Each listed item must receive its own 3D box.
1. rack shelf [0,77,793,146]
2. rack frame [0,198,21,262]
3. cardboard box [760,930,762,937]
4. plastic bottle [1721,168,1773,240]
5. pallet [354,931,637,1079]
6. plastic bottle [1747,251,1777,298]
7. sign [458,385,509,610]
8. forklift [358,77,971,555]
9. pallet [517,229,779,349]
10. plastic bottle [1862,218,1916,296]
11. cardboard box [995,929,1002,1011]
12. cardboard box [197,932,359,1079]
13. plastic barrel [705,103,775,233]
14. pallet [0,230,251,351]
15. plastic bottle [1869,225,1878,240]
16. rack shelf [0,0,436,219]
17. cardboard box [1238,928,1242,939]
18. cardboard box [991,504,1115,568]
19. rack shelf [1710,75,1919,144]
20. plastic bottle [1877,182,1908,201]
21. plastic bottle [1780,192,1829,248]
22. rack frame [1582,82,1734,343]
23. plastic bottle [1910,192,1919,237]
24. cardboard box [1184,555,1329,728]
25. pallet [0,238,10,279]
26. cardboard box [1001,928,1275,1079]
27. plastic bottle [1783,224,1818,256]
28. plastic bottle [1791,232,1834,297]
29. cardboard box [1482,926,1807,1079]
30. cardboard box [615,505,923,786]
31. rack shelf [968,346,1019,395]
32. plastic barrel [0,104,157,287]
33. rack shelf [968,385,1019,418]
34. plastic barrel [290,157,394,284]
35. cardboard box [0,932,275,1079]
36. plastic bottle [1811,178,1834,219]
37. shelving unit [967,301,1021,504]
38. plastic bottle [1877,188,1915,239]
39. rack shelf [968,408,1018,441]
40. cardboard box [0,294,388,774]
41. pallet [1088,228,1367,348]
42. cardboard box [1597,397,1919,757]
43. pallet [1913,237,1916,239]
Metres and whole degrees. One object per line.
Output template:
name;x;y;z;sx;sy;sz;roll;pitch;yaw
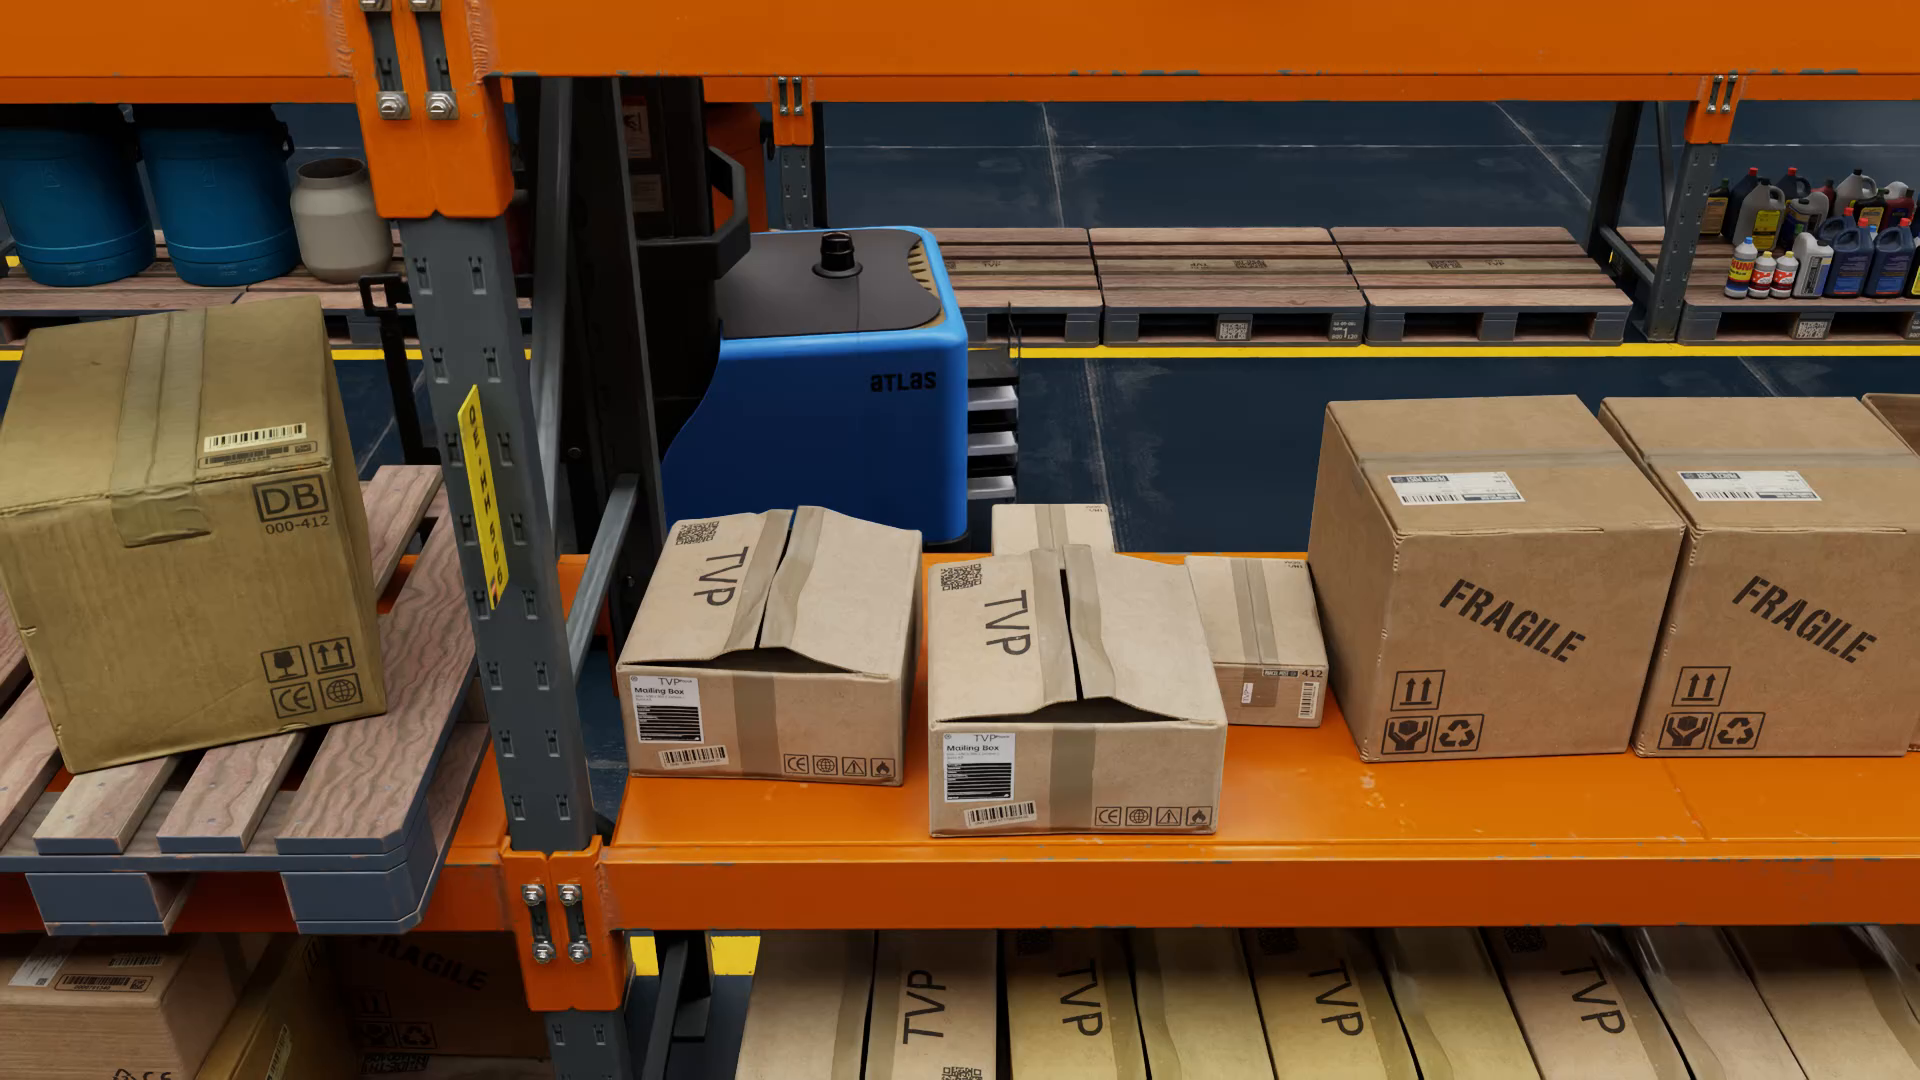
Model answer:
rack shelf;-2.729;-2.136;7.572;4.000;0.370;1.077;0;31;0
rack frame;-4.729;-2.437;7.375;0.127;3.000;1.000;0;31;0
cardboard box;-0.181;0.747;3.833;0.500;0.311;0.500;1;31;1
plastic bottle;3.913;-1.669;8.239;0.185;0.351;0.144;-1;31;-2
pallet;-1.450;1.295;3.913;1.213;0.211;1.003;0;31;0
plastic bottle;3.694;-1.228;7.655;0.097;0.201;0.097;0;31;0
sign;-0.690;-0.060;2.417;0.005;0.325;0.100;0;31;0
forklift;-1.520;-1.148;5.316;3.031;2.935;1.130;-4;31;-7
pallet;-1.517;-1.233;8.079;1.213;0.211;1.003;0;31;0
plastic bottle;4.269;-1.305;7.639;0.185;0.351;0.144;-1;31;-2
cardboard box;0.337;0.984;3.982;0.500;0.250;0.500;-1;31;-1
cardboard box;-1.637;1.125;3.489;0.500;0.500;0.500;1;31;2
plastic barrel;-1.218;-1.691;7.832;0.708;0.830;0.600;0;31;0
pallet;-3.957;-1.226;8.067;1.213;0.211;1.003;0;31;0
plastic bottle;4.225;-1.334;7.763;0.097;0.271;0.097;0;31;0
rack shelf;-2.703;-0.849;2.559;4.000;0.370;1.077;0;31;0
cardboard box;0.844;0.742;3.841;0.500;0.311;0.500;0;31;-1
cardboard box;0.195;0.081;3.467;0.250;0.149;0.380;0;31;0
rack shelf;5.271;-2.161;7.613;4.000;0.370;1.077;0;31;0
plastic bottle;4.590;-1.637;8.258;0.135;0.276;0.152;0;31;1
plastic bottle;4.131;-1.561;8.133;0.135;0.276;0.152;0;31;0
rack frame;3.271;-2.462;7.416;0.127;3.000;1.000;0;31;0
plastic bottle;4.810;-1.650;8.284;0.097;0.271;0.097;0;31;0
cardboard box;0.572;0.194;3.281;0.250;0.149;0.380;2;31;3
pallet;-5.464;-1.222;8.061;1.213;0.211;1.003;0;31;0
cardboard box;0.348;1.021;3.381;0.500;0.311;0.500;-1;31;-2
plastic bottle;3.914;-1.333;7.750;0.133;0.283;0.061;0;31;0
plastic bottle;3.915;-1.274;7.660;0.135;0.276;0.152;1;31;2
cardboard box;1.372;1.018;3.385;0.500;0.311;0.500;-1;31;-1
cardboard box;-0.339;0.179;3.148;0.500;0.311;0.500;2;31;3
rack shelf;0.090;-0.597;5.911;0.200;0.077;0.258;-4;31;-7
plastic barrel;-4.185;-1.712;7.798;0.708;0.901;0.600;0;31;0
rack shelf;0.090;-0.520;5.957;0.200;0.077;0.258;-4;31;-7
plastic barrel;-2.912;-1.503;7.830;0.421;0.512;0.421;0;31;0
cardboard box;-1.693;0.807;3.291;0.500;0.250;0.500;1;31;2
plastic bottle;4.268;-1.663;8.294;0.133;0.283;0.061;2;31;3
shelving unit;0.090;-0.395;6.034;0.210;0.900;0.258;-4;31;-7
plastic bottle;4.592;-1.585;8.165;0.133;0.283;0.061;0;31;0
rack shelf;0.090;-0.443;6.004;0.200;0.077;0.258;-4;31;-7
cardboard box;-1.332;-0.042;2.926;0.500;0.500;0.700;-11;33;-17
pallet;1.263;-1.242;8.093;1.213;0.211;1.003;0;31;0
cardboard box;1.501;0.062;3.160;0.500;0.500;0.500;0;31;0
pallet;5.166;-1.256;8.116;1.213;0.211;1.003;0;31;0
